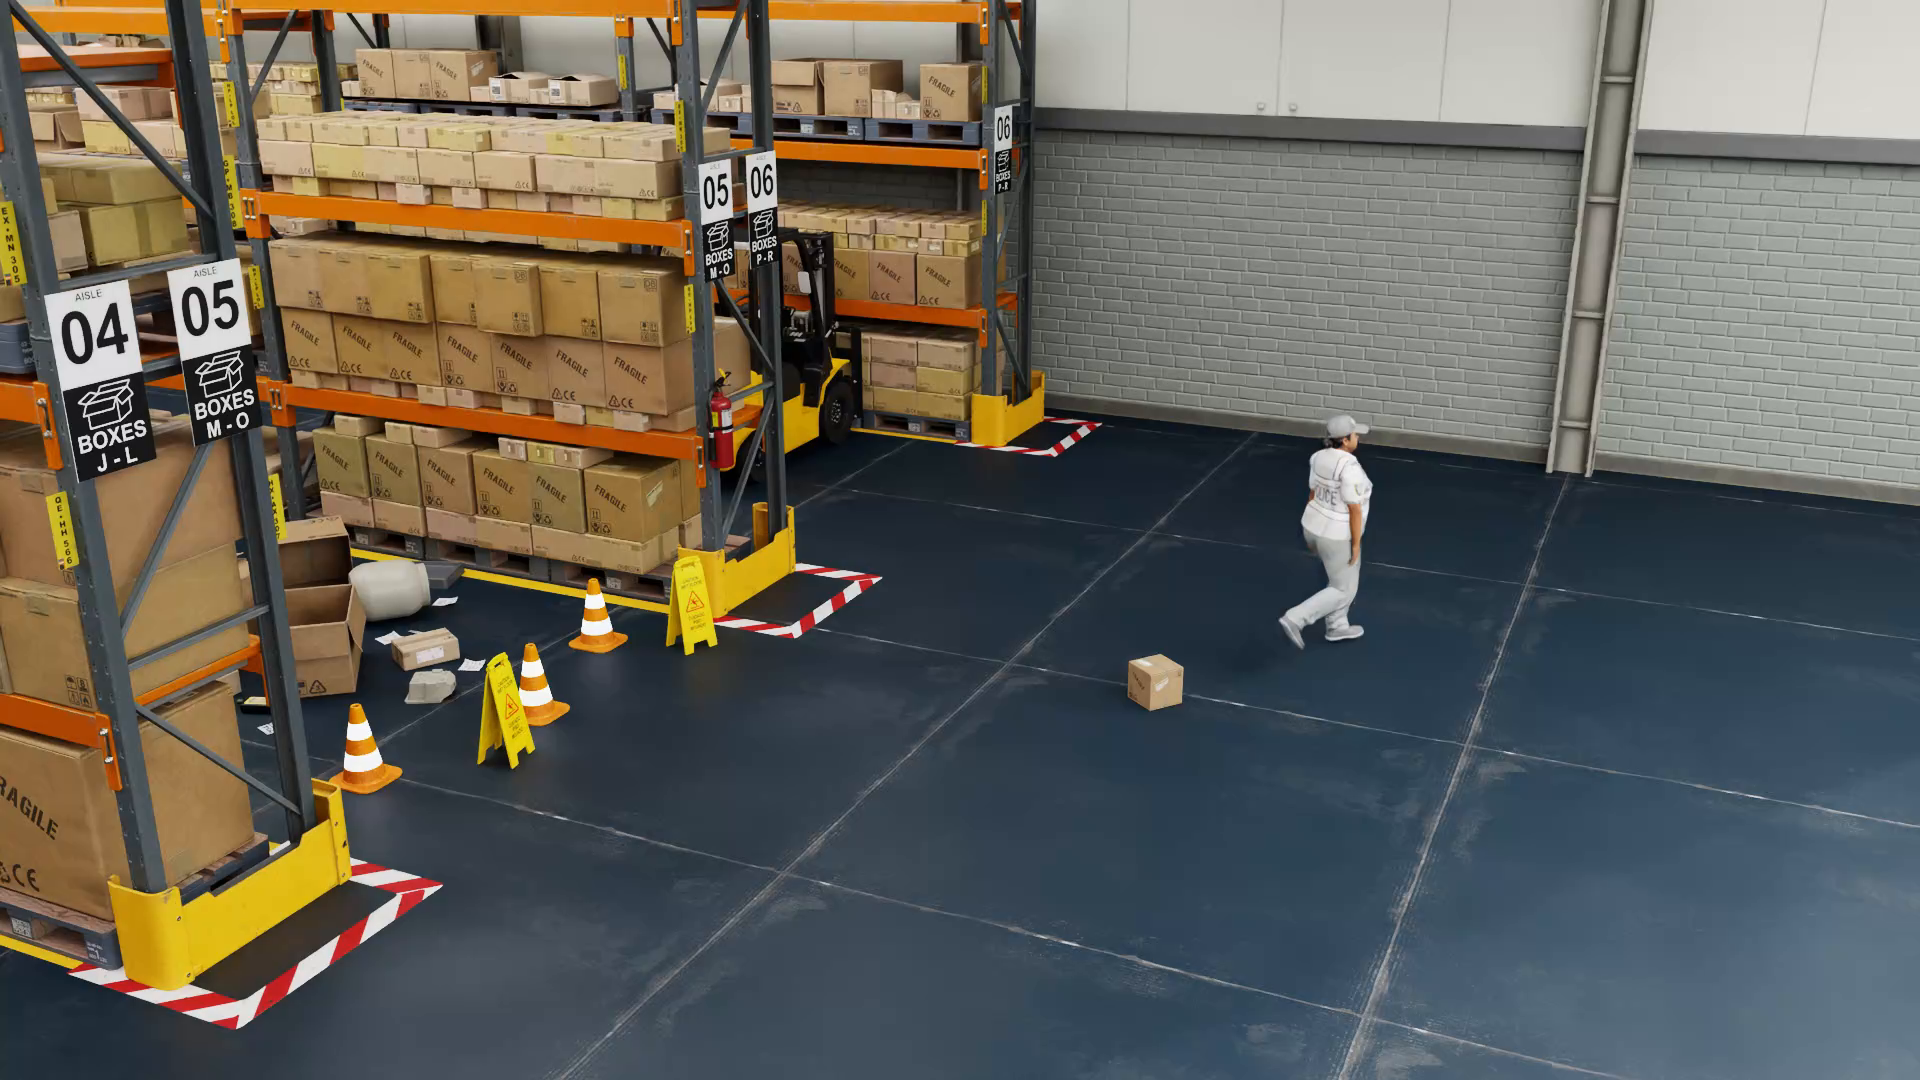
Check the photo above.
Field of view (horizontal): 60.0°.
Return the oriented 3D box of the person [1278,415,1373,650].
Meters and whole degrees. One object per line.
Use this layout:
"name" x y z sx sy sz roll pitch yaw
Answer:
"person" 2.472 -0.040 11.141 0.790 1.626 0.501 -7 20 -18
